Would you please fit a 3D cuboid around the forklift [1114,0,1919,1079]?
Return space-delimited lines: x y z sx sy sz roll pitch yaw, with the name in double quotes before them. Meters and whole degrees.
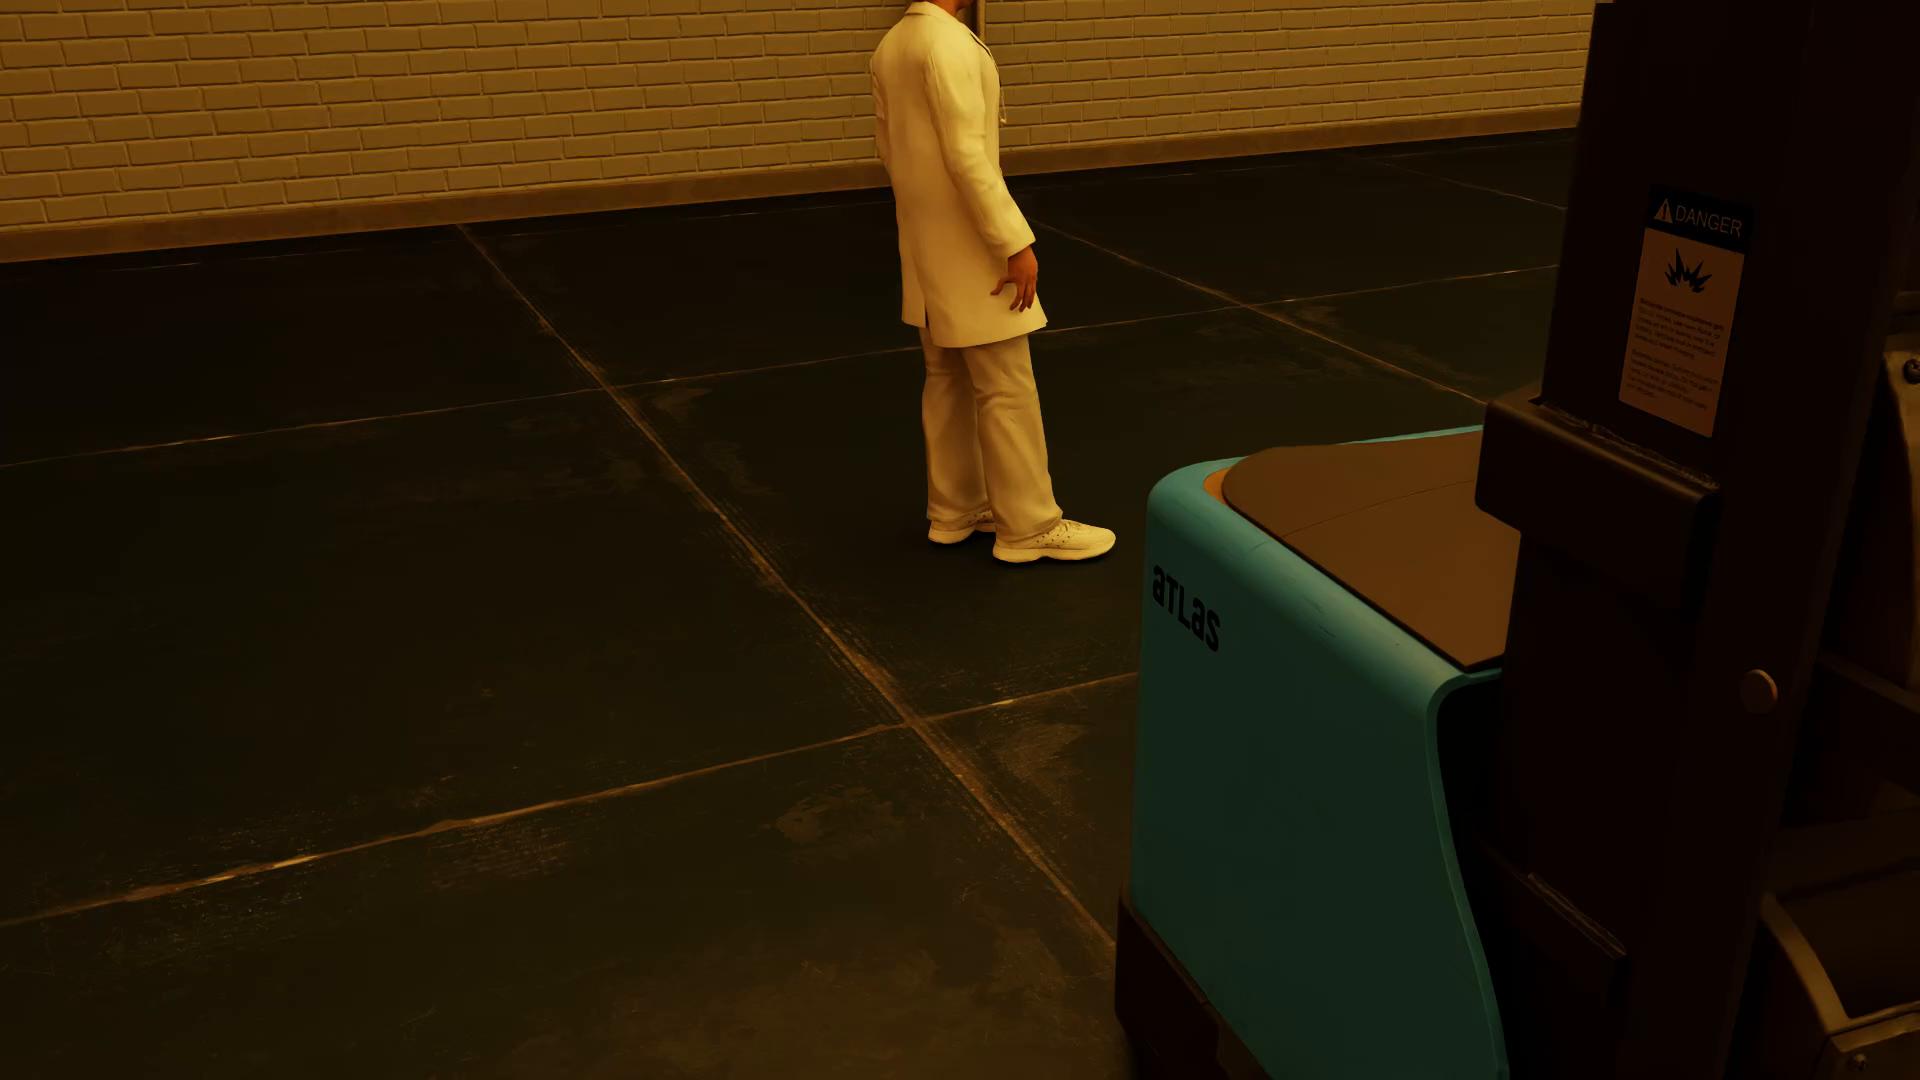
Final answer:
"forklift" 1.262 -0.011 1.314 1.130 2.935 3.031 -8 24 -19

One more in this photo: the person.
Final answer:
"person" 0.084 -0.840 4.794 0.581 1.775 0.696 -10 25 -23
